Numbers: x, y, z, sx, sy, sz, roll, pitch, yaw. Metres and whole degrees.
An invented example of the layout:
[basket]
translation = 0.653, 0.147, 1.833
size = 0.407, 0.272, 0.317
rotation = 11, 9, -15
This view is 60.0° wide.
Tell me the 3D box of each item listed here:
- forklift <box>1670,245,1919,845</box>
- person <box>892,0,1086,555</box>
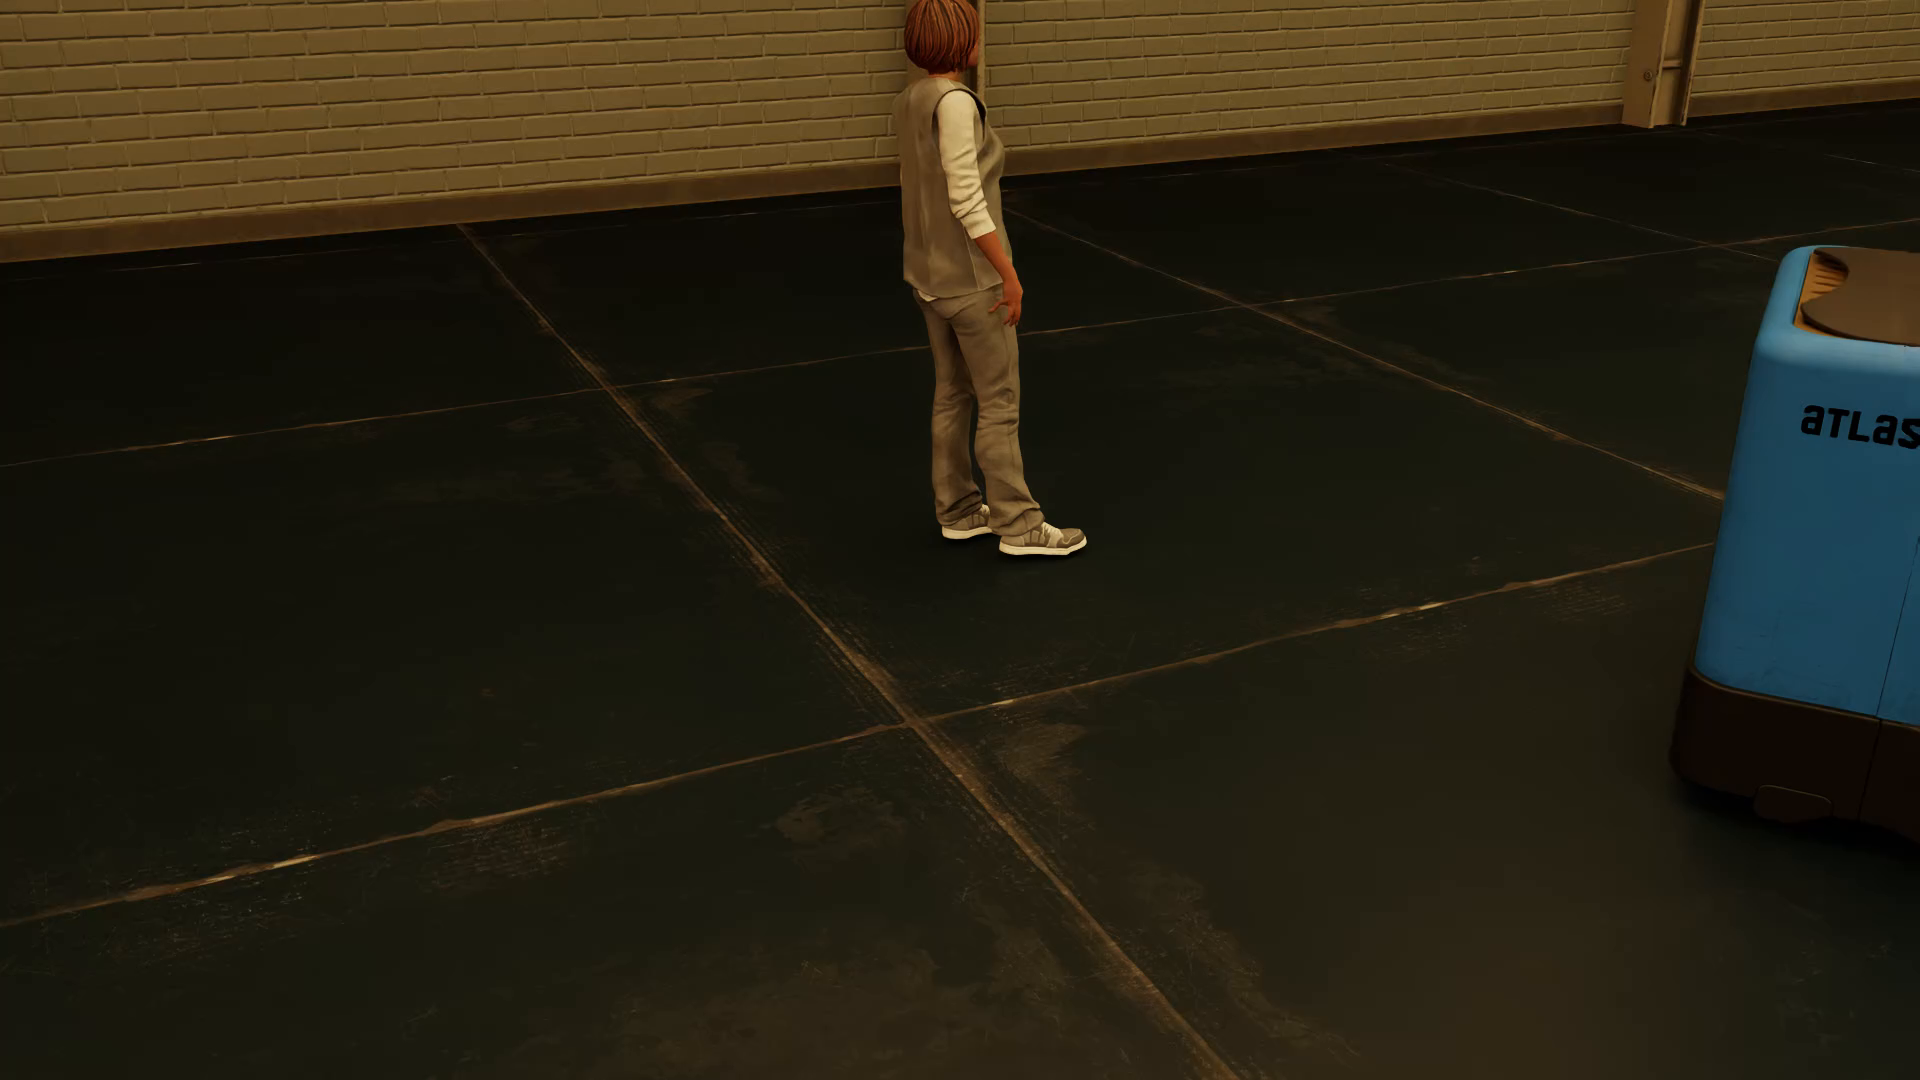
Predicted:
[forklift]
translation = 3.133, -0.669, 2.896
size = 3.031, 2.935, 1.130
rotation = 11, 25, 26
[person]
translation = 0.073, -0.751, 4.814
size = 0.475, 1.597, 0.520
rotation = -10, 25, -23
